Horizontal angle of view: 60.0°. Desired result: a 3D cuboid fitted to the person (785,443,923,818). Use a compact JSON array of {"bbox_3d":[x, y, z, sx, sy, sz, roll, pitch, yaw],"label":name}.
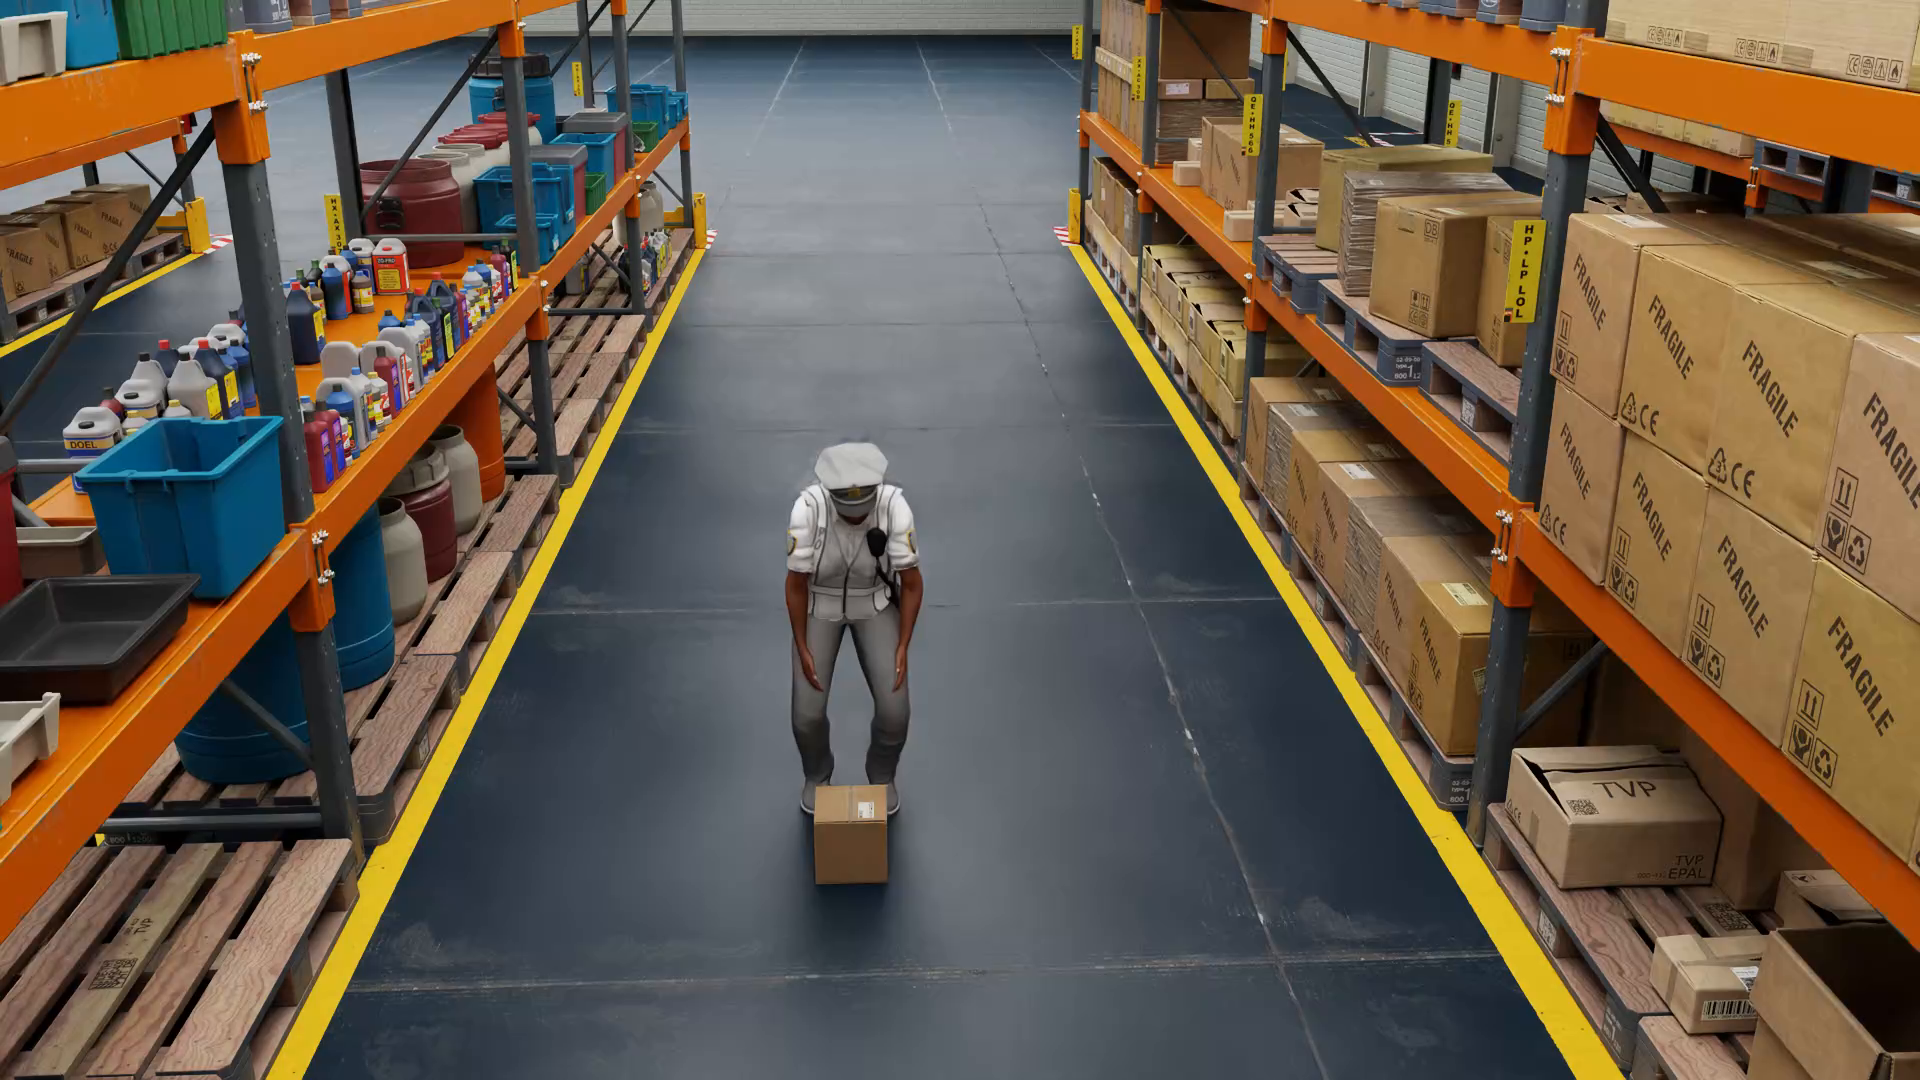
[{"bbox_3d":[-0.379,0.317,6.032,0.492,1.464,0.649,-1,21,-3],"label":"person"}]
